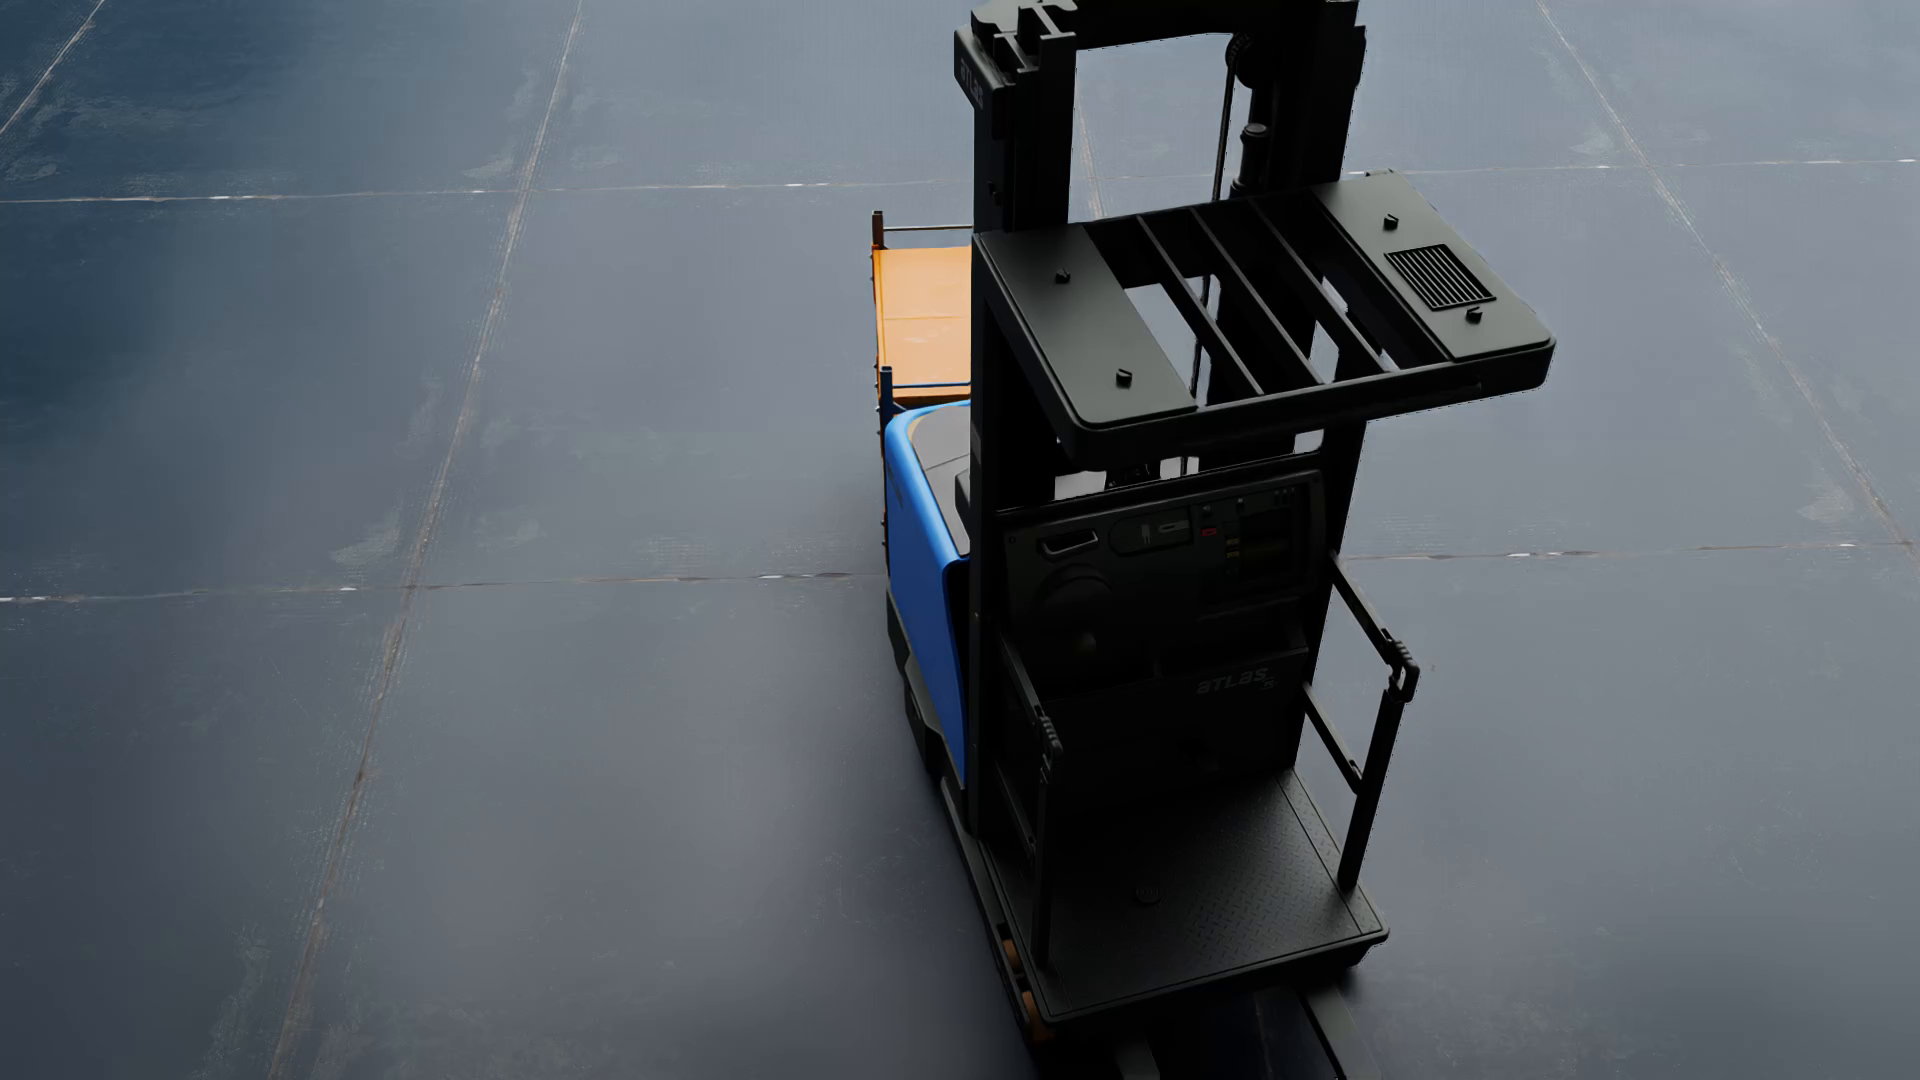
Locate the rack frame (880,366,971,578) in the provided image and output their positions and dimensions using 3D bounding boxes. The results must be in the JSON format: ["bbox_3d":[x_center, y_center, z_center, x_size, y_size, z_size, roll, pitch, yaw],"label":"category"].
[{"bbox_3d":[-0.027,-0.186,6.121,0.500,1.125,0.032,-3,43,-3],"label":"rack frame"}]

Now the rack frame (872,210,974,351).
[{"bbox_3d":[-0.094,-0.872,6.868,0.500,1.125,0.032,-3,43,-3],"label":"rack frame"}]

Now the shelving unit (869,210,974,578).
[{"bbox_3d":[-0.061,-0.529,6.495,0.538,1.125,1.048,-3,43,-3],"label":"shelving unit"}]

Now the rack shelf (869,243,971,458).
[{"bbox_3d":[-0.061,-0.745,6.297,0.538,0.278,1.000,-3,43,-3],"label":"rack shelf"}]

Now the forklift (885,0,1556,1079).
[{"bbox_3d":[0.631,0.147,4.421,1.130,2.935,3.031,-11,44,-12],"label":"forklift"}]

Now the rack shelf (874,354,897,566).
[{"bbox_3d":[-0.061,-0.349,6.660,0.538,0.278,1.000,-3,43,-3],"label":"rack shelf"}]
